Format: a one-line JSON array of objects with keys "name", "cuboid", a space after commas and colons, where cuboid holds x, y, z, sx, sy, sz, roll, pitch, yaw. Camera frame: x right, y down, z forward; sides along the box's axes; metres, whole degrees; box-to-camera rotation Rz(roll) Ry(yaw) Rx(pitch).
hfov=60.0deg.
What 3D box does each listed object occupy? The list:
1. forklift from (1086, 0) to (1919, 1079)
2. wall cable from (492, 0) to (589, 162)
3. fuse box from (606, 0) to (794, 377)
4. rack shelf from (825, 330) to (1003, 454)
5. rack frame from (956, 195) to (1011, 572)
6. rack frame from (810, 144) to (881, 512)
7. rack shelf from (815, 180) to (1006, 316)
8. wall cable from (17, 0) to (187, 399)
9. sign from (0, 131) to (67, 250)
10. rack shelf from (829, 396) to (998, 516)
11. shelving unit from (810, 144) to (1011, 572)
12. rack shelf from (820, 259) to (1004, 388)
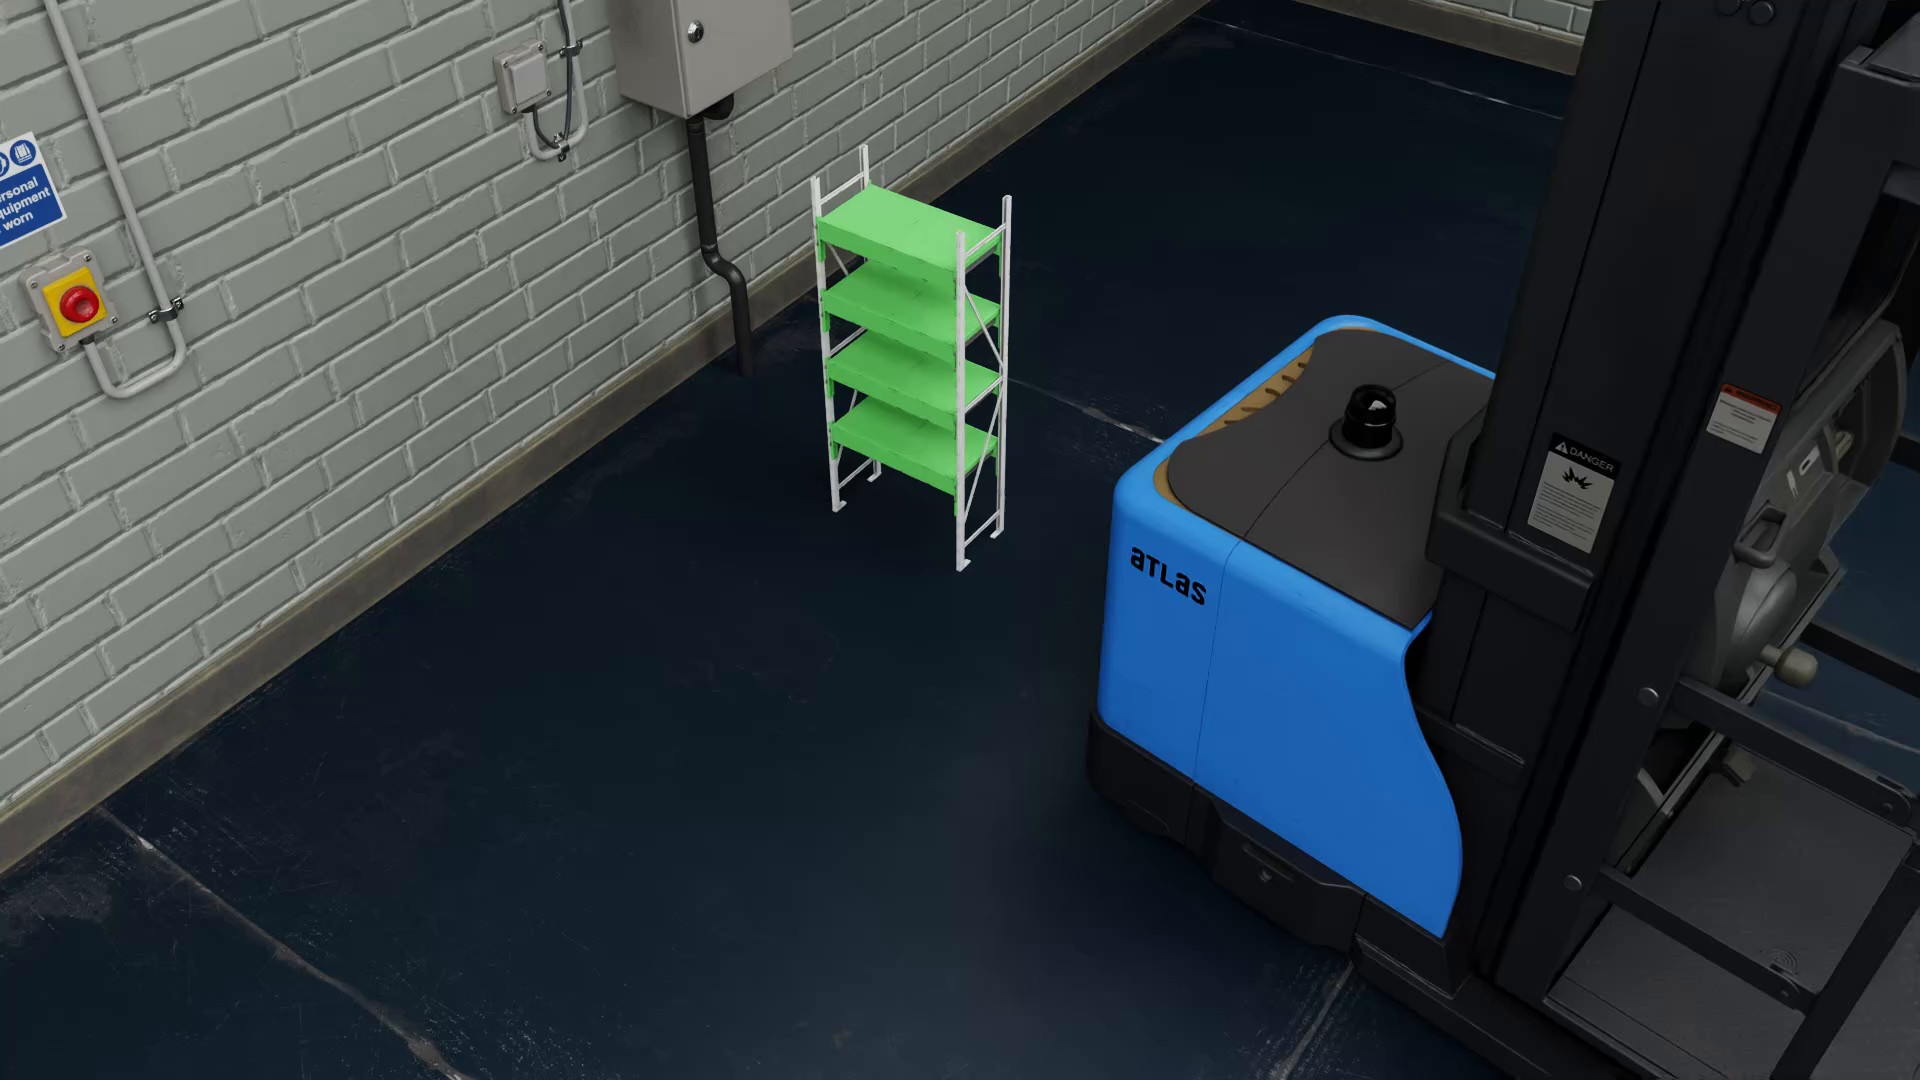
[{"name": "forklift", "cuboid": [1.770, -0.006, 3.058, 3.031, 2.935, 1.130, 31, 50, 30]}, {"name": "wall cable", "cuboid": [-1.240, -1.784, 4.232, 0.122, 1.984, 0.588, 25, 48, 25]}, {"name": "fuse box", "cuboid": [-0.719, -1.237, 5.349, 0.414, 1.711, 0.539, 25, 48, 25]}, {"name": "rack shelf", "cuboid": [-0.136, -0.463, 4.963, 0.480, 0.148, 0.258, 25, 48, 25]}, {"name": "rack frame", "cuboid": [0.064, -0.417, 4.816, 0.015, 1.200, 0.240, 25, 48, 25]}, {"name": "rack frame", "cuboid": [-0.335, -0.604, 5.025, 0.015, 1.200, 0.240, 25, 48, 25]}, {"name": "rack shelf", "cuboid": [-0.136, -0.821, 4.643, 0.480, 0.148, 0.258, 25, 48, 25]}, {"name": "wall cable", "cuboid": [-2.045, -1.016, 3.351, 0.123, 1.953, 0.585, 25, 48, 25]}, {"name": "sign", "cuboid": [-2.123, -0.724, 3.607, 0.001, 0.218, 0.327, 25, 48, 25]}, {"name": "rack shelf", "cuboid": [-0.136, -0.284, 5.123, 0.480, 0.148, 0.258, 25, 48, 25]}, {"name": "shelving unit", "cuboid": [-0.136, -0.511, 4.921, 0.503, 1.200, 0.258, 25, 48, 25]}, {"name": "rack shelf", "cuboid": [-0.136, -0.642, 4.803, 0.480, 0.148, 0.258, 25, 48, 25]}]
